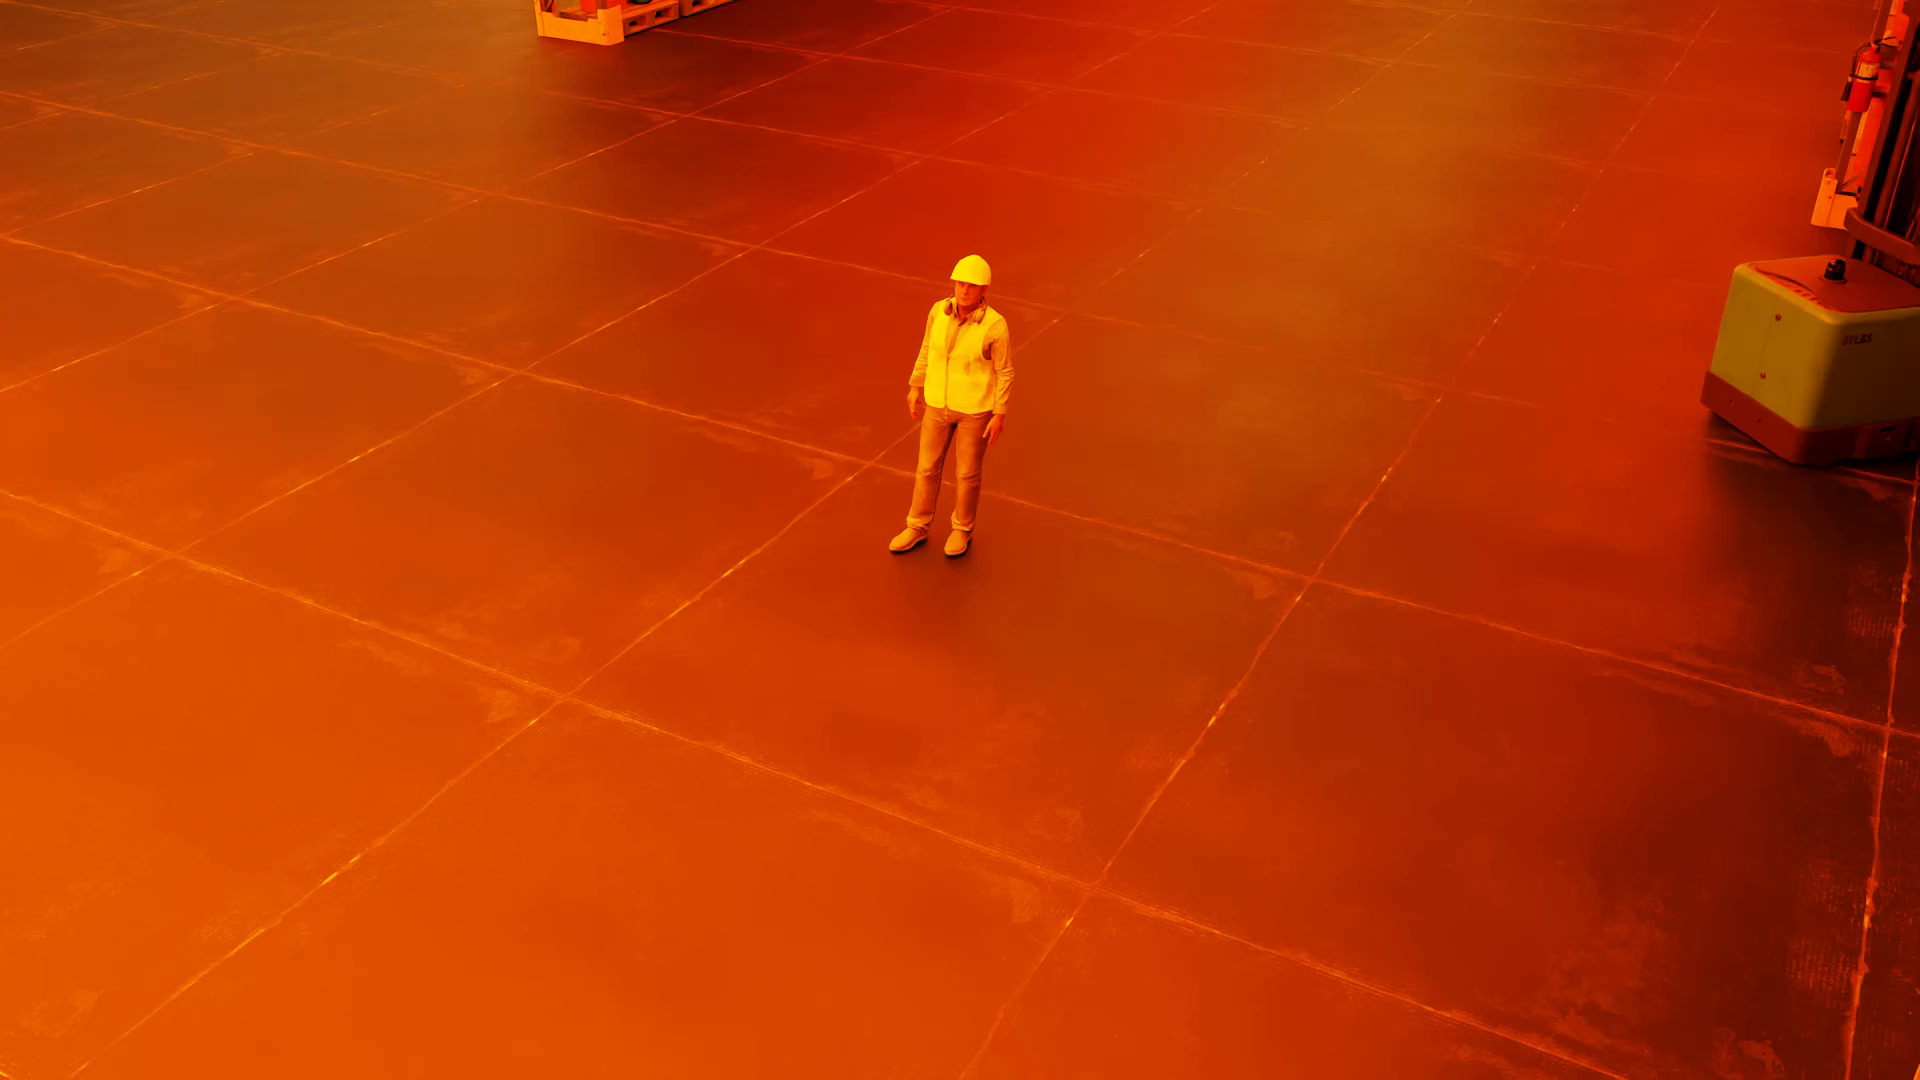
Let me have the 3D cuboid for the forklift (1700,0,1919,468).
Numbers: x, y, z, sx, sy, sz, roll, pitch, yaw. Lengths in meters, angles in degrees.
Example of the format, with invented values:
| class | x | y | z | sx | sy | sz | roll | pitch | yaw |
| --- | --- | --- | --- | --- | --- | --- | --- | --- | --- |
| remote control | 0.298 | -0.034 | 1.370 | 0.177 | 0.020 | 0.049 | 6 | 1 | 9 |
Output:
| class | x | y | z | sx | sy | sz | roll | pitch | yaw |
| --- | --- | --- | --- | --- | --- | --- | --- | --- | --- |
| forklift | 6.696 | -2.120 | 10.744 | 3.031 | 2.935 | 1.130 | -7 | 31 | -12 |

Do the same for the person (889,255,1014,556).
| class | x | y | z | sx | sy | sz | roll | pitch | yaw |
| --- | --- | --- | --- | --- | --- | --- | --- | --- | --- |
| person | -0.037 | -0.750 | 9.512 | 0.632 | 1.773 | 0.568 | 15 | 33 | 25 |
